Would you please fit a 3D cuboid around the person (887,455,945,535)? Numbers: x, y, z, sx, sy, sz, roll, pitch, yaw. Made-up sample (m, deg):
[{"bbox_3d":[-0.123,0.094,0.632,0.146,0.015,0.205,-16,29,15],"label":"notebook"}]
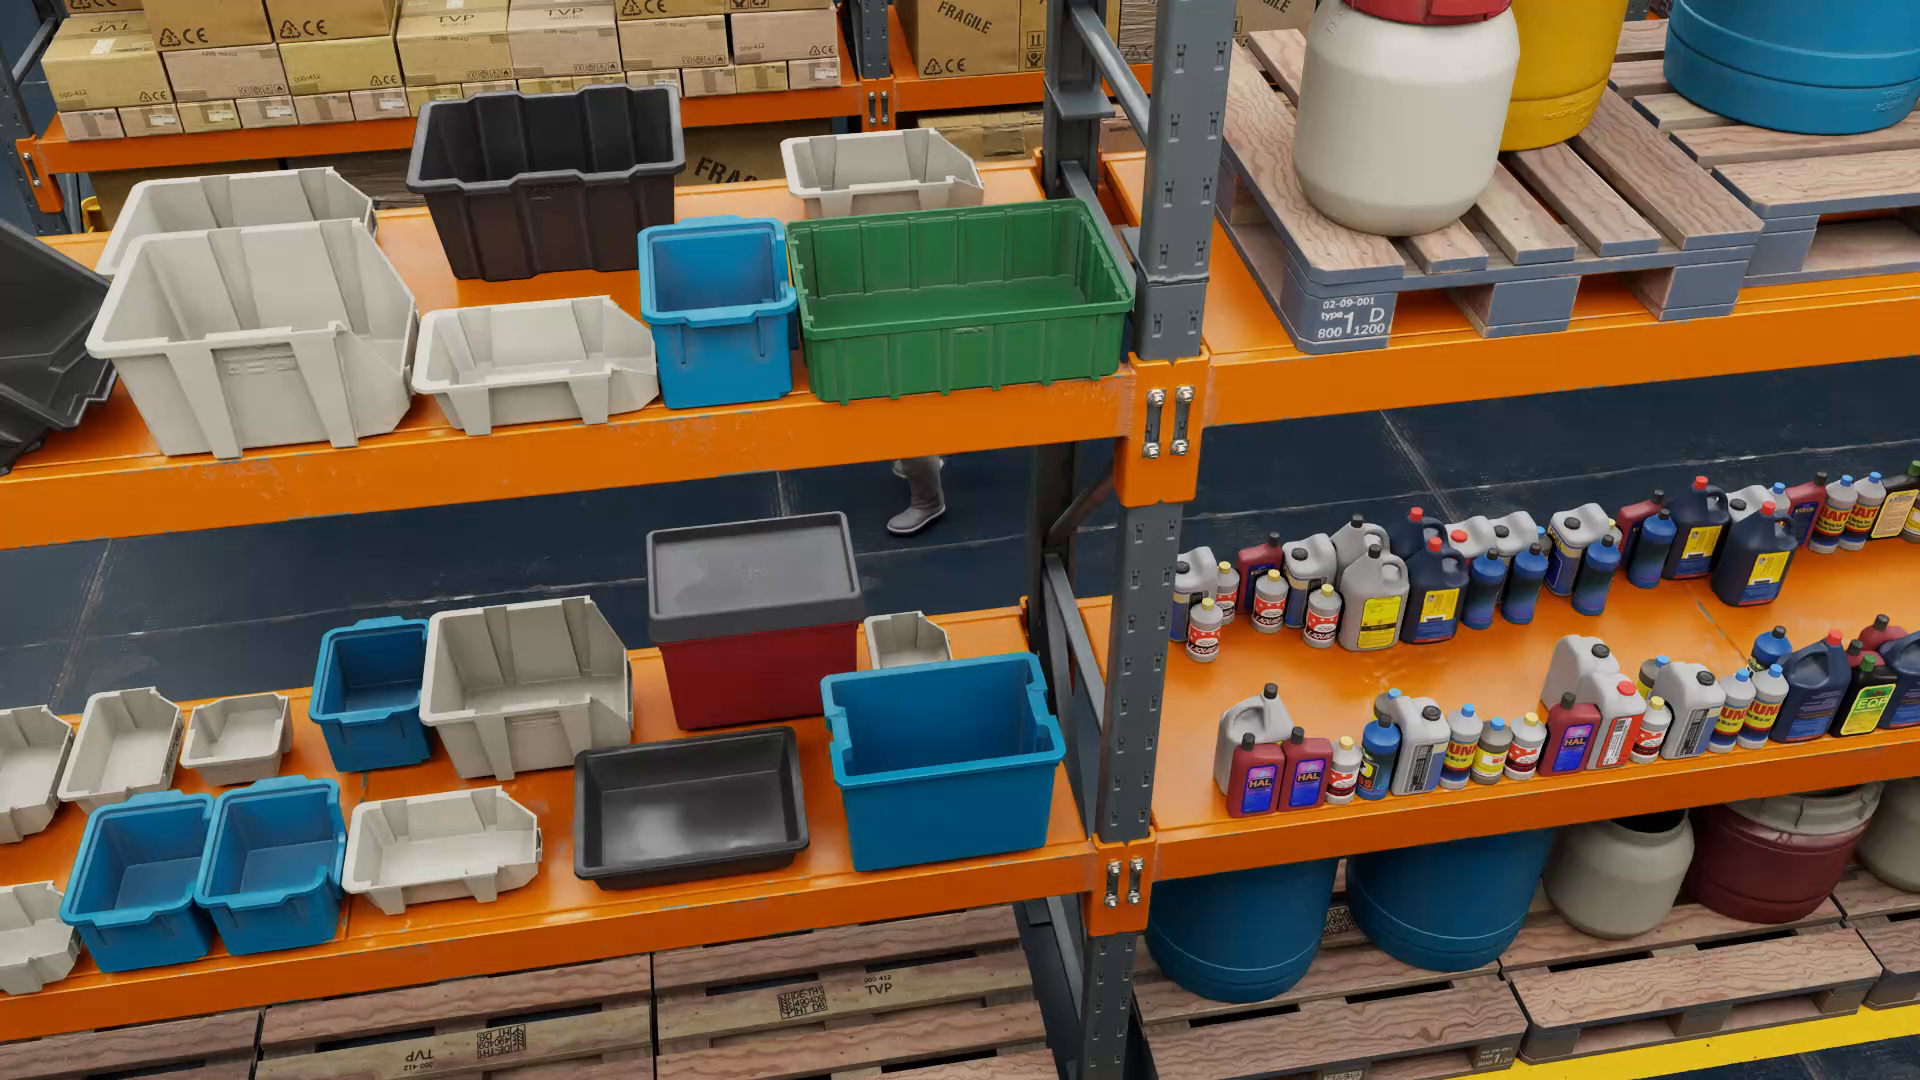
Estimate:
[{"bbox_3d":[-0.261,-0.778,7.093,0.459,1.660,0.590,-11,40,-14],"label":"person"}]
